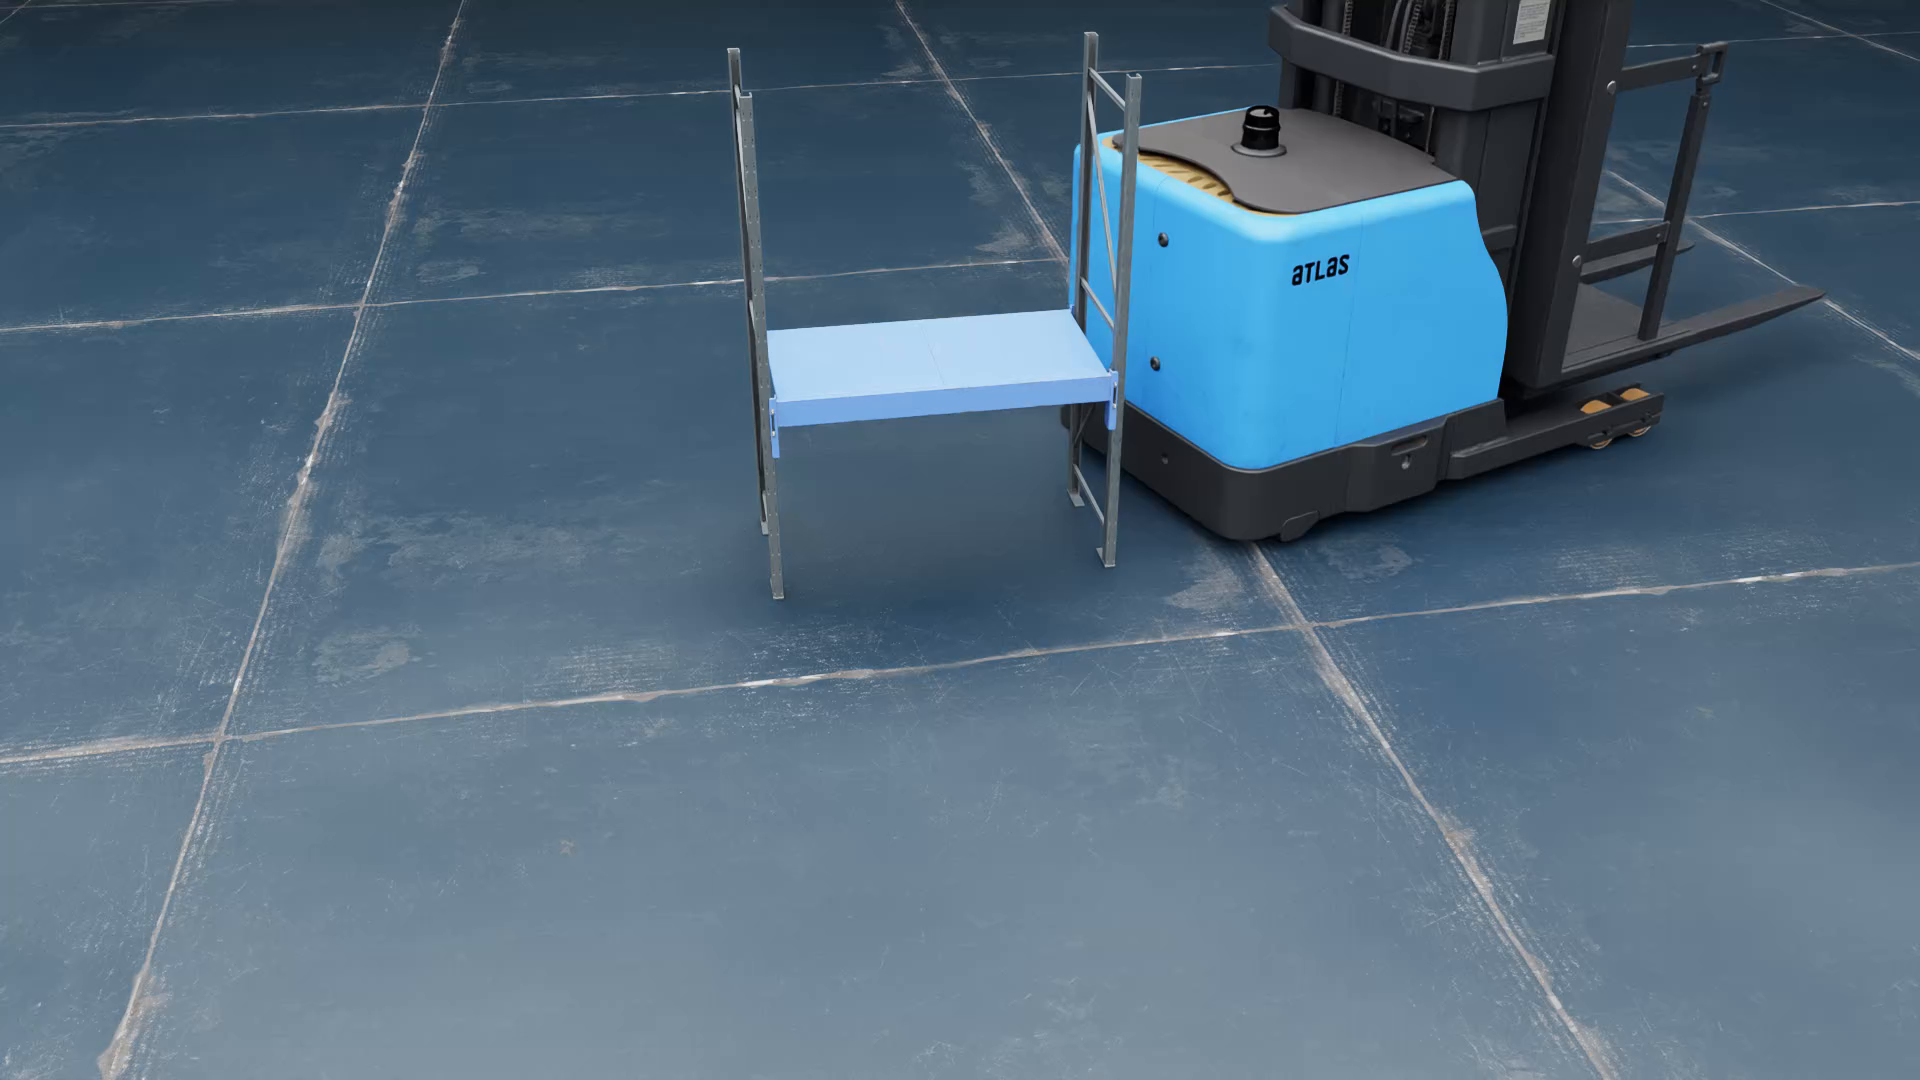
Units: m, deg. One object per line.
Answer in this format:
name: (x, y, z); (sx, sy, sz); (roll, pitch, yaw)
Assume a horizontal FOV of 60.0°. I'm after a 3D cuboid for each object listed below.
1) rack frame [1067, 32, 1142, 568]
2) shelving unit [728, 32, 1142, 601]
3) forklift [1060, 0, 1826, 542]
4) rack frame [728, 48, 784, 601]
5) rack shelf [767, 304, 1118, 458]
rack frame: (0.416, -0.685, 4.936); (0.032, 1.500, 0.500); (-5, 31, -9)
shelving unit: (-0.084, -0.639, 4.857); (1.048, 1.500, 0.538); (-5, 31, -9)
forklift: (1.884, -1.794, 5.410); (3.031, 2.935, 1.130); (-16, 34, -26)
rack frame: (-0.584, -0.592, 4.778); (0.032, 1.500, 0.500); (-5, 31, -9)
rack shelf: (-0.084, -0.484, 4.948); (1.000, 0.185, 0.538); (-5, 31, -9)
